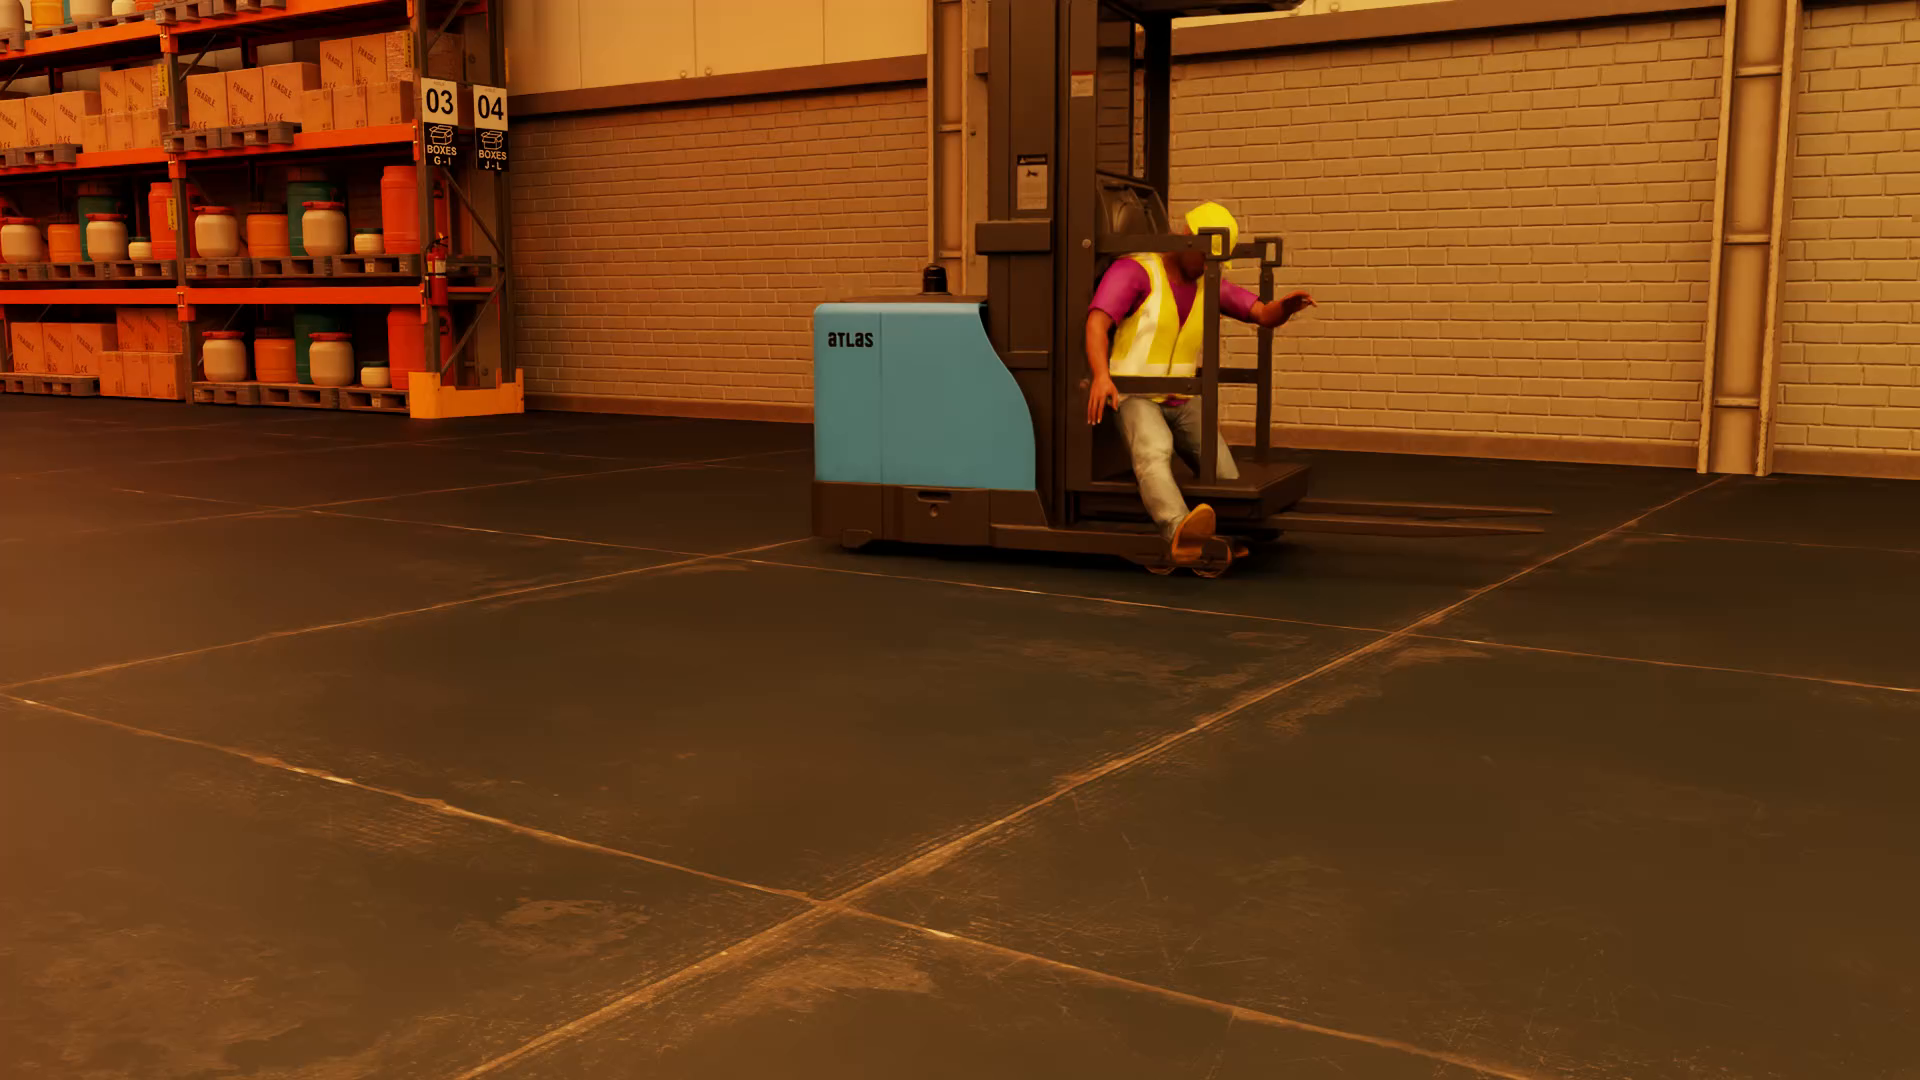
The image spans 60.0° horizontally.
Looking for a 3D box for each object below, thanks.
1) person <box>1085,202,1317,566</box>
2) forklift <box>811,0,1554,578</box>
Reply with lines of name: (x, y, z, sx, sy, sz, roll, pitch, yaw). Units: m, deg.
person: (0.943, -0.577, 6.524, 1.022, 1.484, 1.161, -4, 9, -27)
forklift: (0.920, -1.386, 6.939, 3.031, 2.935, 1.130, 3, 9, 22)
